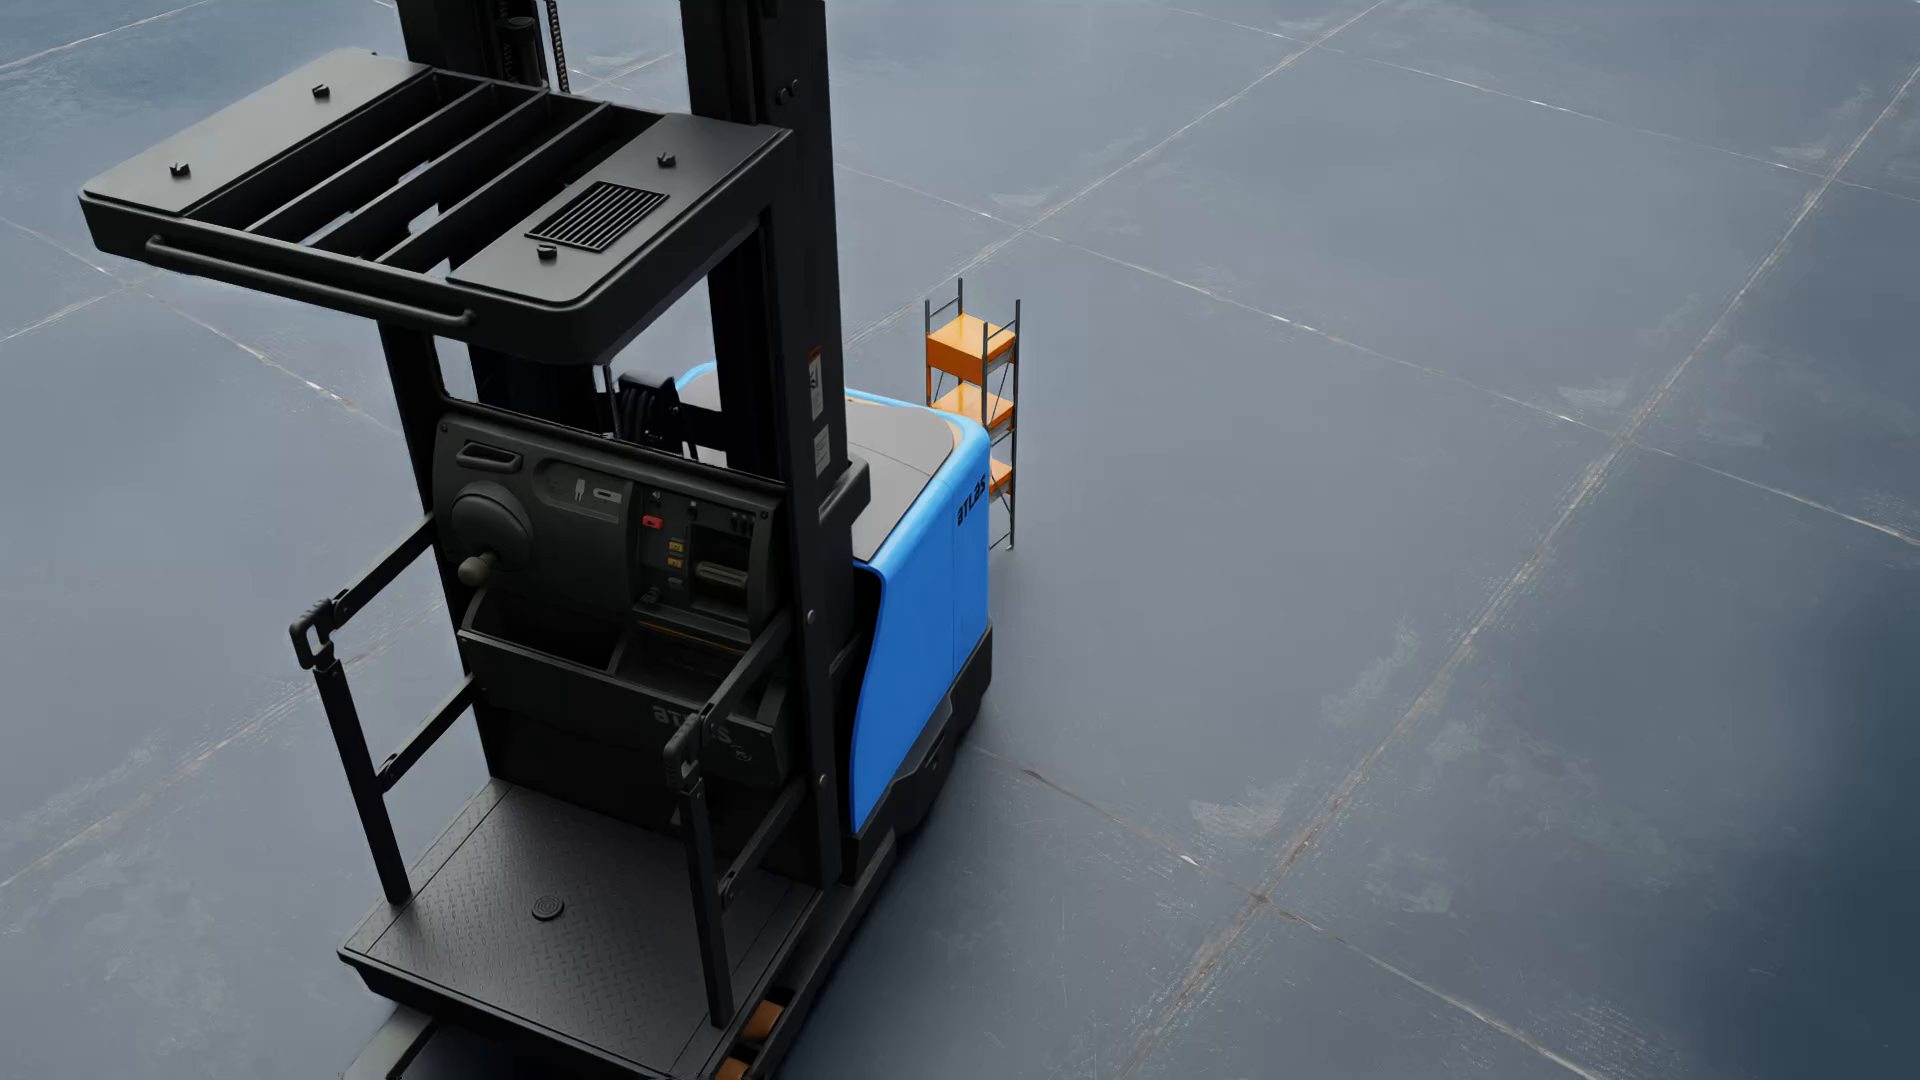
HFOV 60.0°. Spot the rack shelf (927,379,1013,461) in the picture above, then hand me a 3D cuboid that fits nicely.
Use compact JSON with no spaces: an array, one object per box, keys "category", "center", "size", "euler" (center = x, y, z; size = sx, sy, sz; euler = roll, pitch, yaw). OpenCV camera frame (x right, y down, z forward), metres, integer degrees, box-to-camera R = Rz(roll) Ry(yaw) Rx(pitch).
[{"category":"rack shelf","center":[0.042,-0.385,5.907],"size":[0.240,0.259,0.215],"euler":[25,45,29]}]

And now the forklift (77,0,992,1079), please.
[{"category":"forklift","center":[-0.941,0.053,3.804],"size":[1.130,2.935,3.031],"euler":[15,40,18]}]

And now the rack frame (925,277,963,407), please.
[{"category":"rack frame","center":[-0.054,-0.439,5.959],"size":[0.008,1.050,0.200],"euler":[25,45,29]}]

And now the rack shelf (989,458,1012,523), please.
[{"category":"rack shelf","center":[0.042,-0.166,6.079],"size":[0.240,0.259,0.215],"euler":[25,45,29]}]

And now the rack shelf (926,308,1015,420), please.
[{"category":"rack shelf","center":[0.042,-0.608,5.732],"size":[0.240,0.259,0.215],"euler":[25,45,29]}]

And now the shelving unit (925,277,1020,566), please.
[{"category":"shelving unit","center":[0.042,-0.393,5.901],"size":[0.252,1.050,0.215],"euler":[25,45,29]}]

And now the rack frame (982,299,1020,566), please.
[{"category":"rack frame","center":[0.139,-0.348,5.842],"size":[0.008,1.050,0.200],"euler":[25,45,29]}]
